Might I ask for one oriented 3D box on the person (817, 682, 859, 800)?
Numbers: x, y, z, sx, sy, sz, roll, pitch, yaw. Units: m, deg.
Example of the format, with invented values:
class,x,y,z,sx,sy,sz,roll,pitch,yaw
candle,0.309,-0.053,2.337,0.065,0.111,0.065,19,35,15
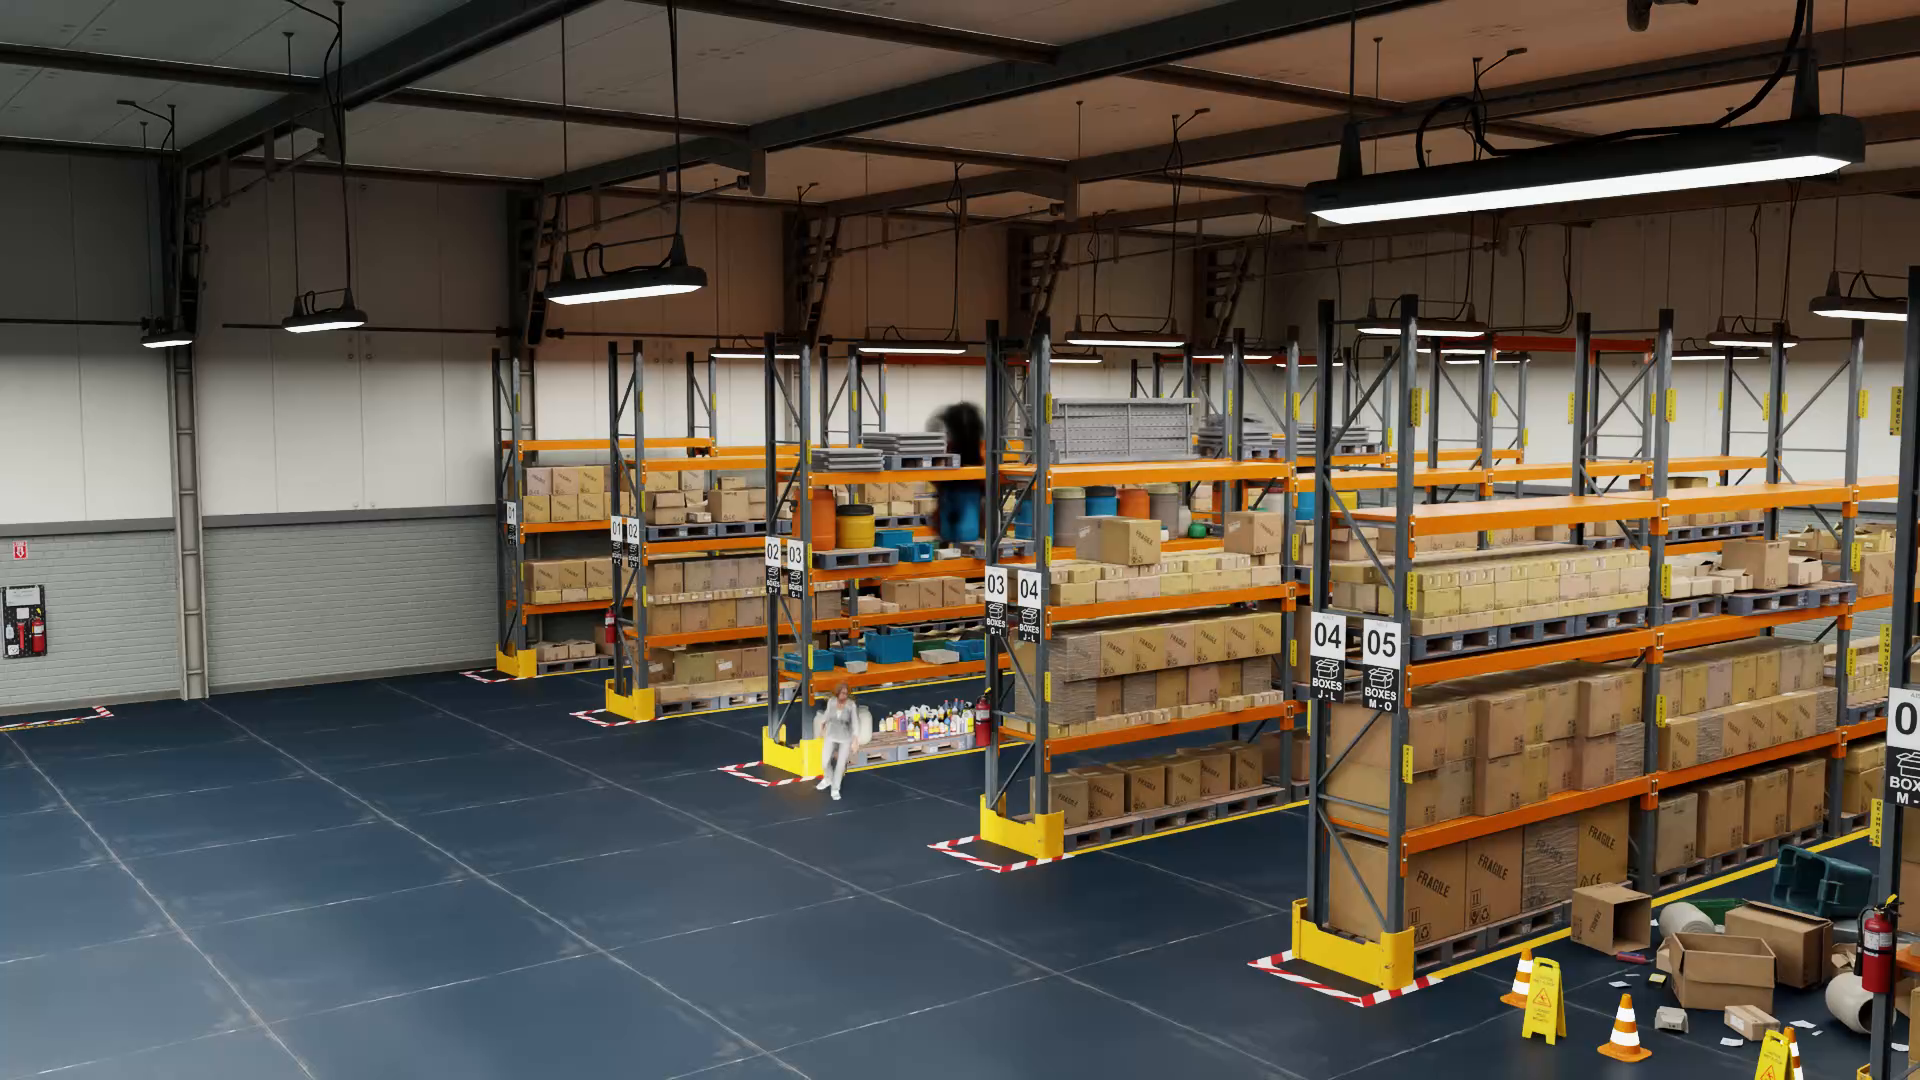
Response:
class,x,y,z,sx,sy,sz,roll,pitch,yaw
person,-1.557,2.547,21.129,0.580,1.546,0.552,0,5,2
